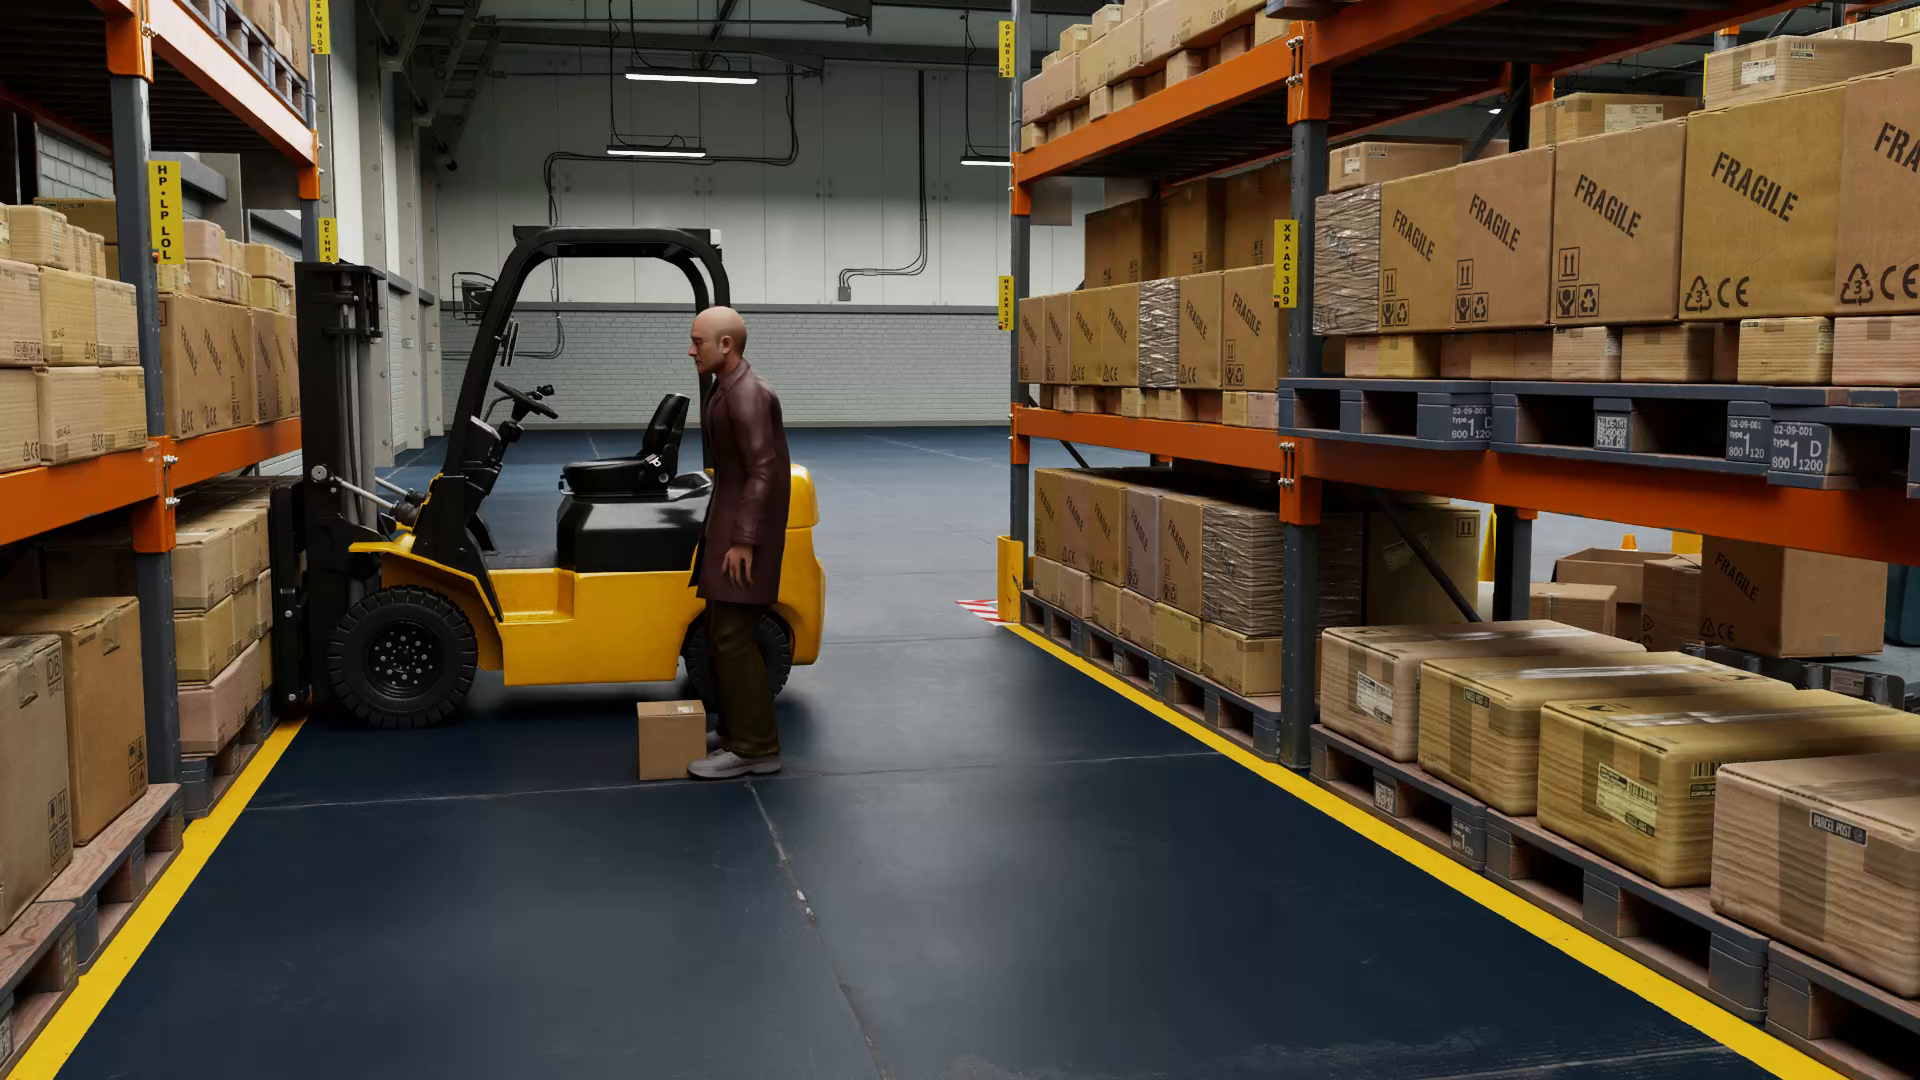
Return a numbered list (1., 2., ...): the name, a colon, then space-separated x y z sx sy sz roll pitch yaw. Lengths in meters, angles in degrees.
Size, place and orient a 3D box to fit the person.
1. person: -0.864 0.003 6.359 0.426 1.773 0.652 -2 6 -17
